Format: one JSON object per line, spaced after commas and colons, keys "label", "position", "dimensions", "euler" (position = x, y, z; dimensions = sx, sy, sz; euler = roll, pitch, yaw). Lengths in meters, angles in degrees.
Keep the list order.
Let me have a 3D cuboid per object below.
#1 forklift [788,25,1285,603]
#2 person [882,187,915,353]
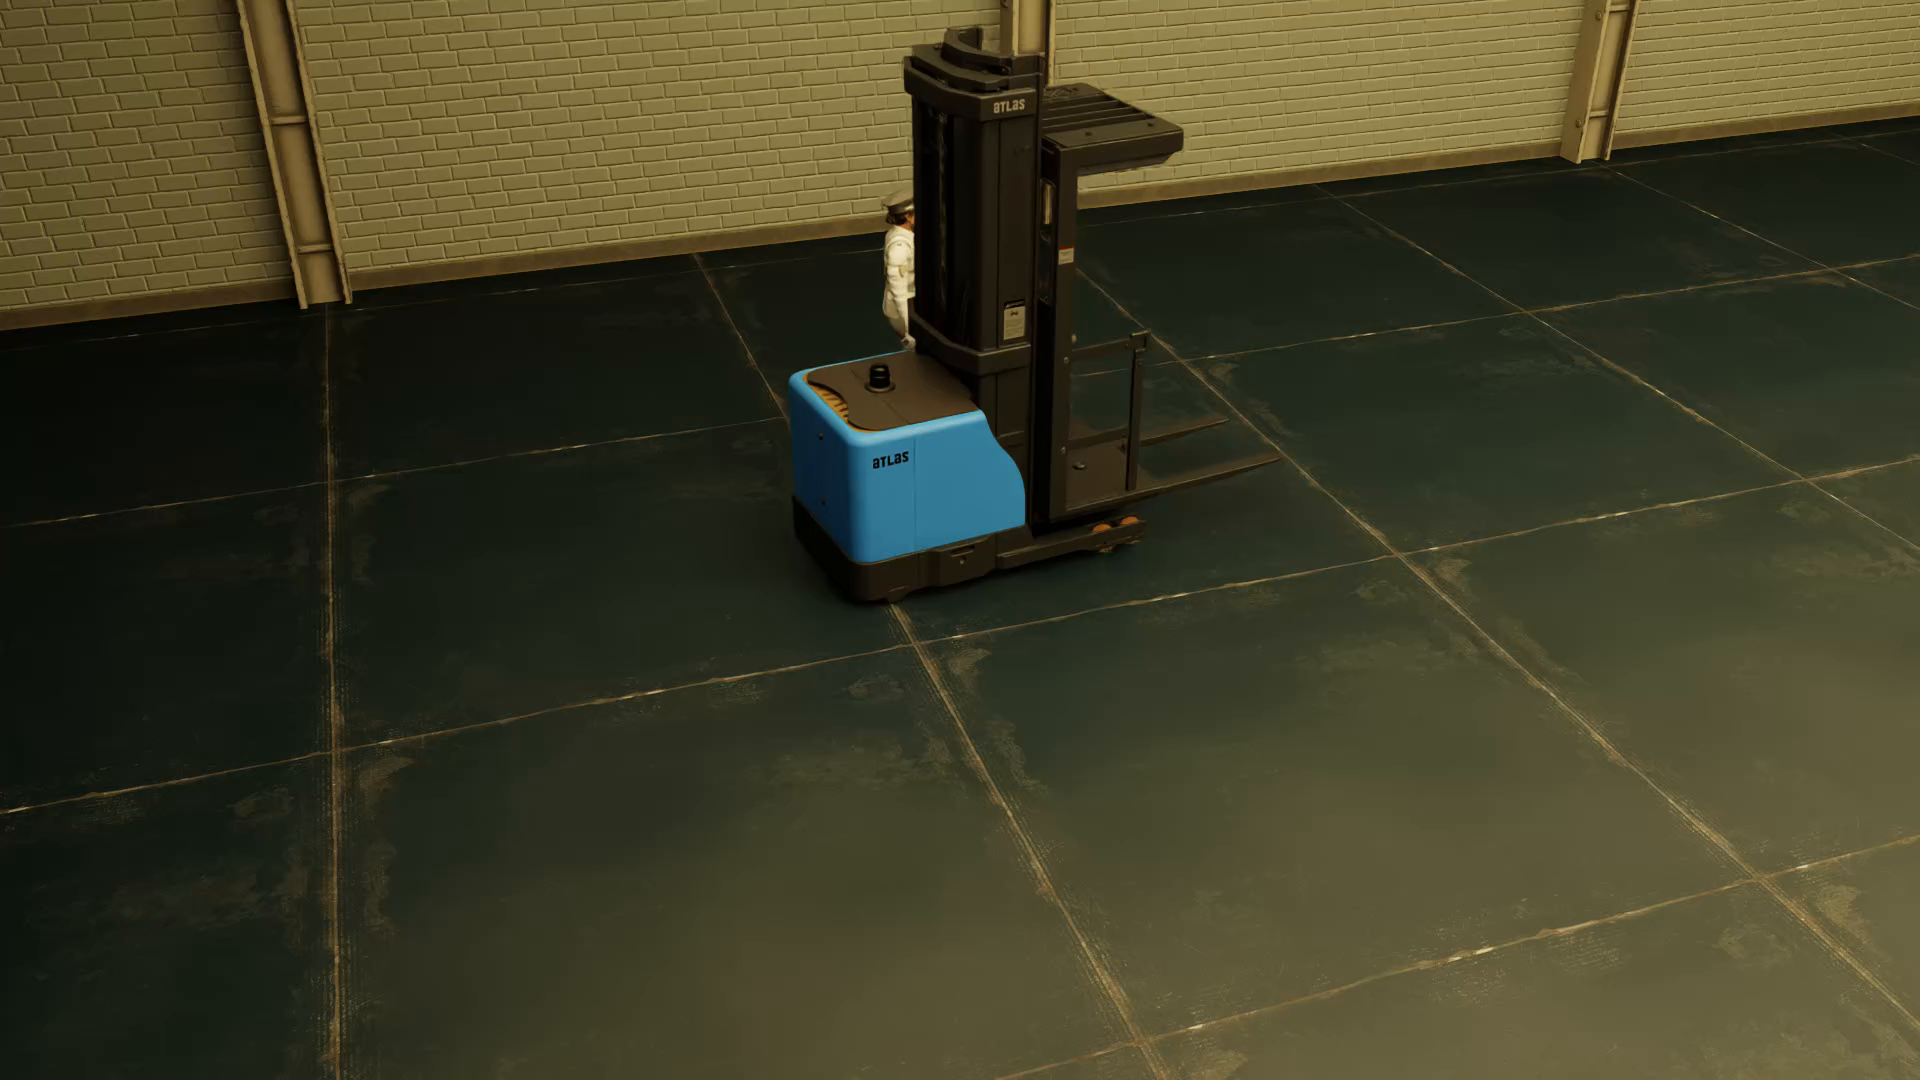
{"label": "forklift", "position": [0.550, -1.418, 9.551], "dimensions": [3.031, 2.935, 1.130], "euler": [-14, 33, -23]}
{"label": "person", "position": [-0.307, -1.496, 10.943], "dimensions": [0.403, 1.681, 0.624], "euler": [-3, 30, -5]}
